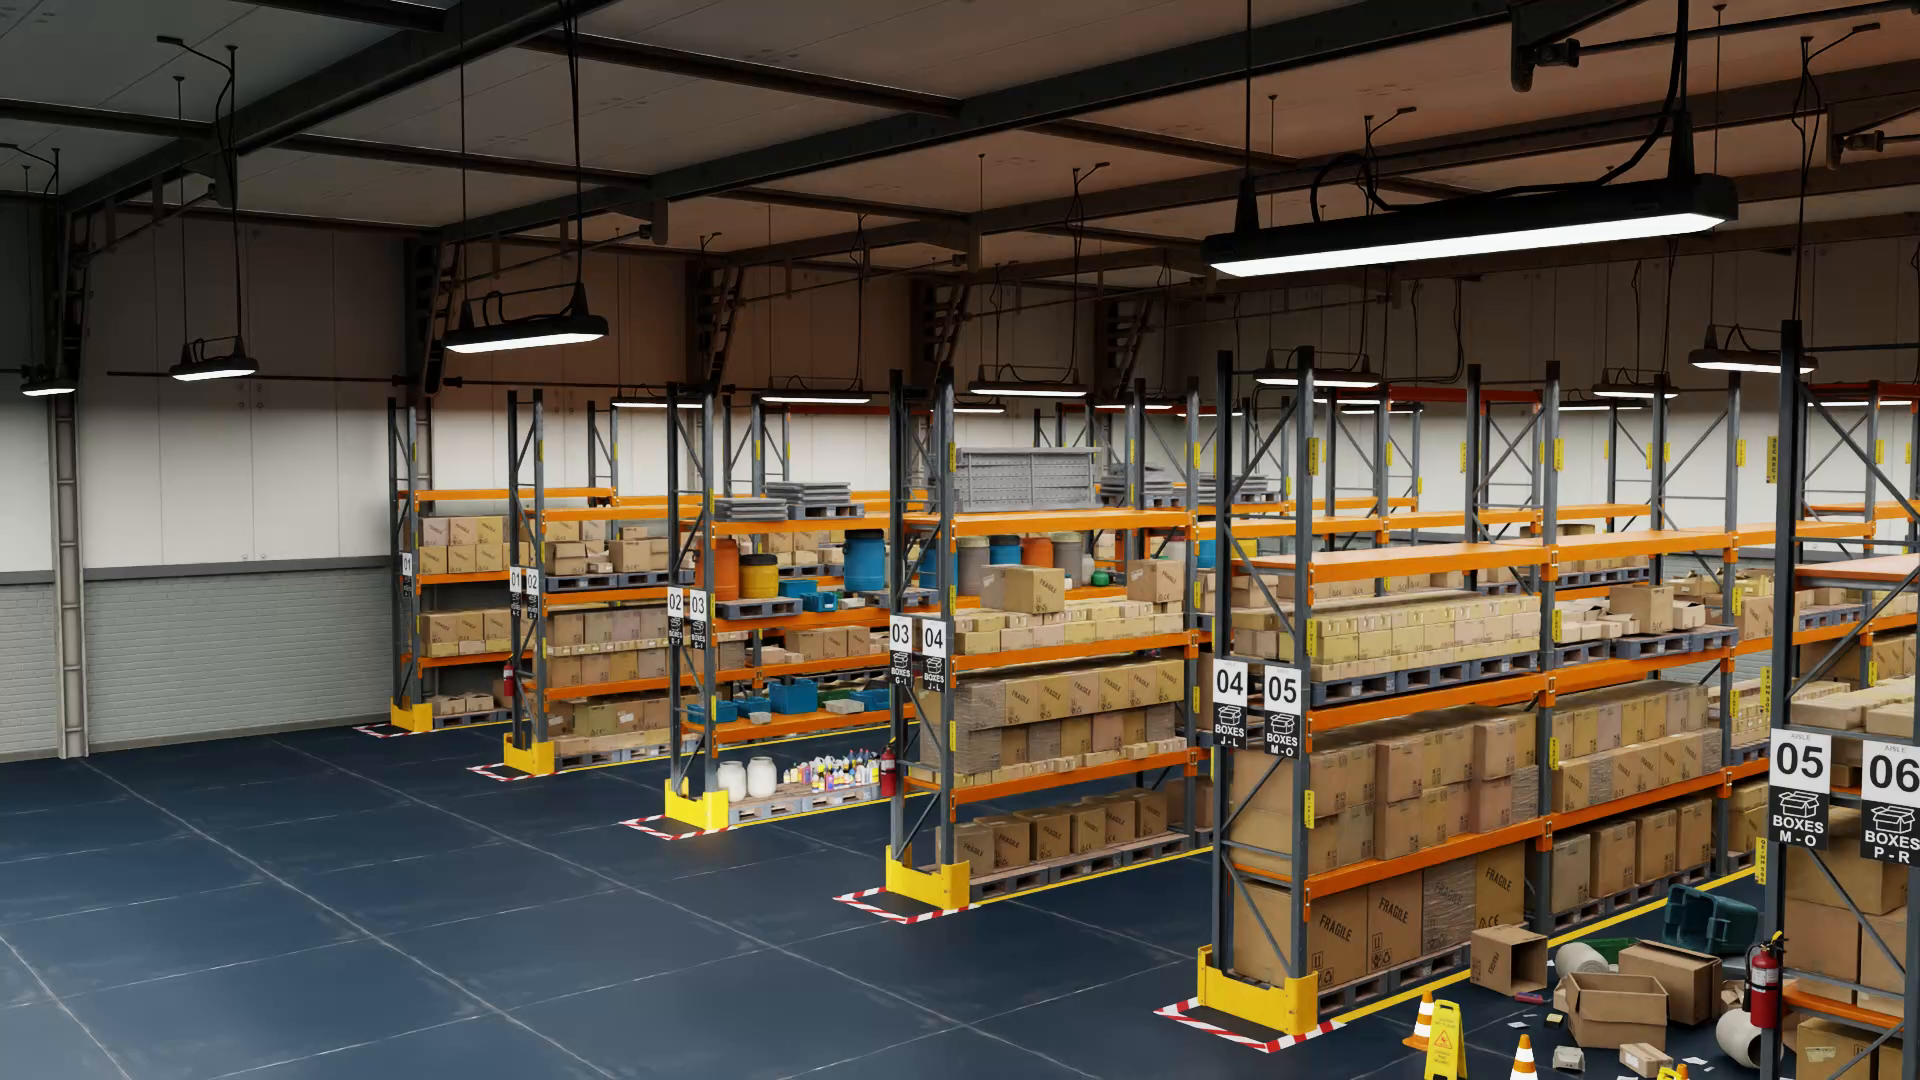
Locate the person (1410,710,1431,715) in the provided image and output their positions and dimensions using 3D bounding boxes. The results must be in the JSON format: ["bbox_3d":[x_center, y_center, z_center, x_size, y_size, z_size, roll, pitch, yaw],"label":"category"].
[{"bbox_3d":[6.296,2.964,22.544,0.605,1.777,0.625,-2,4,-27],"label":"person"}]

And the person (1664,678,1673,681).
[{"bbox_3d":[10.485,2.875,24.711,0.446,1.647,0.534,2,4,27],"label":"person"}]

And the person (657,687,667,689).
[{"bbox_3d":[-5.383,2.498,30.552,0.562,1.804,0.671,2,4,27],"label":"person"}]
